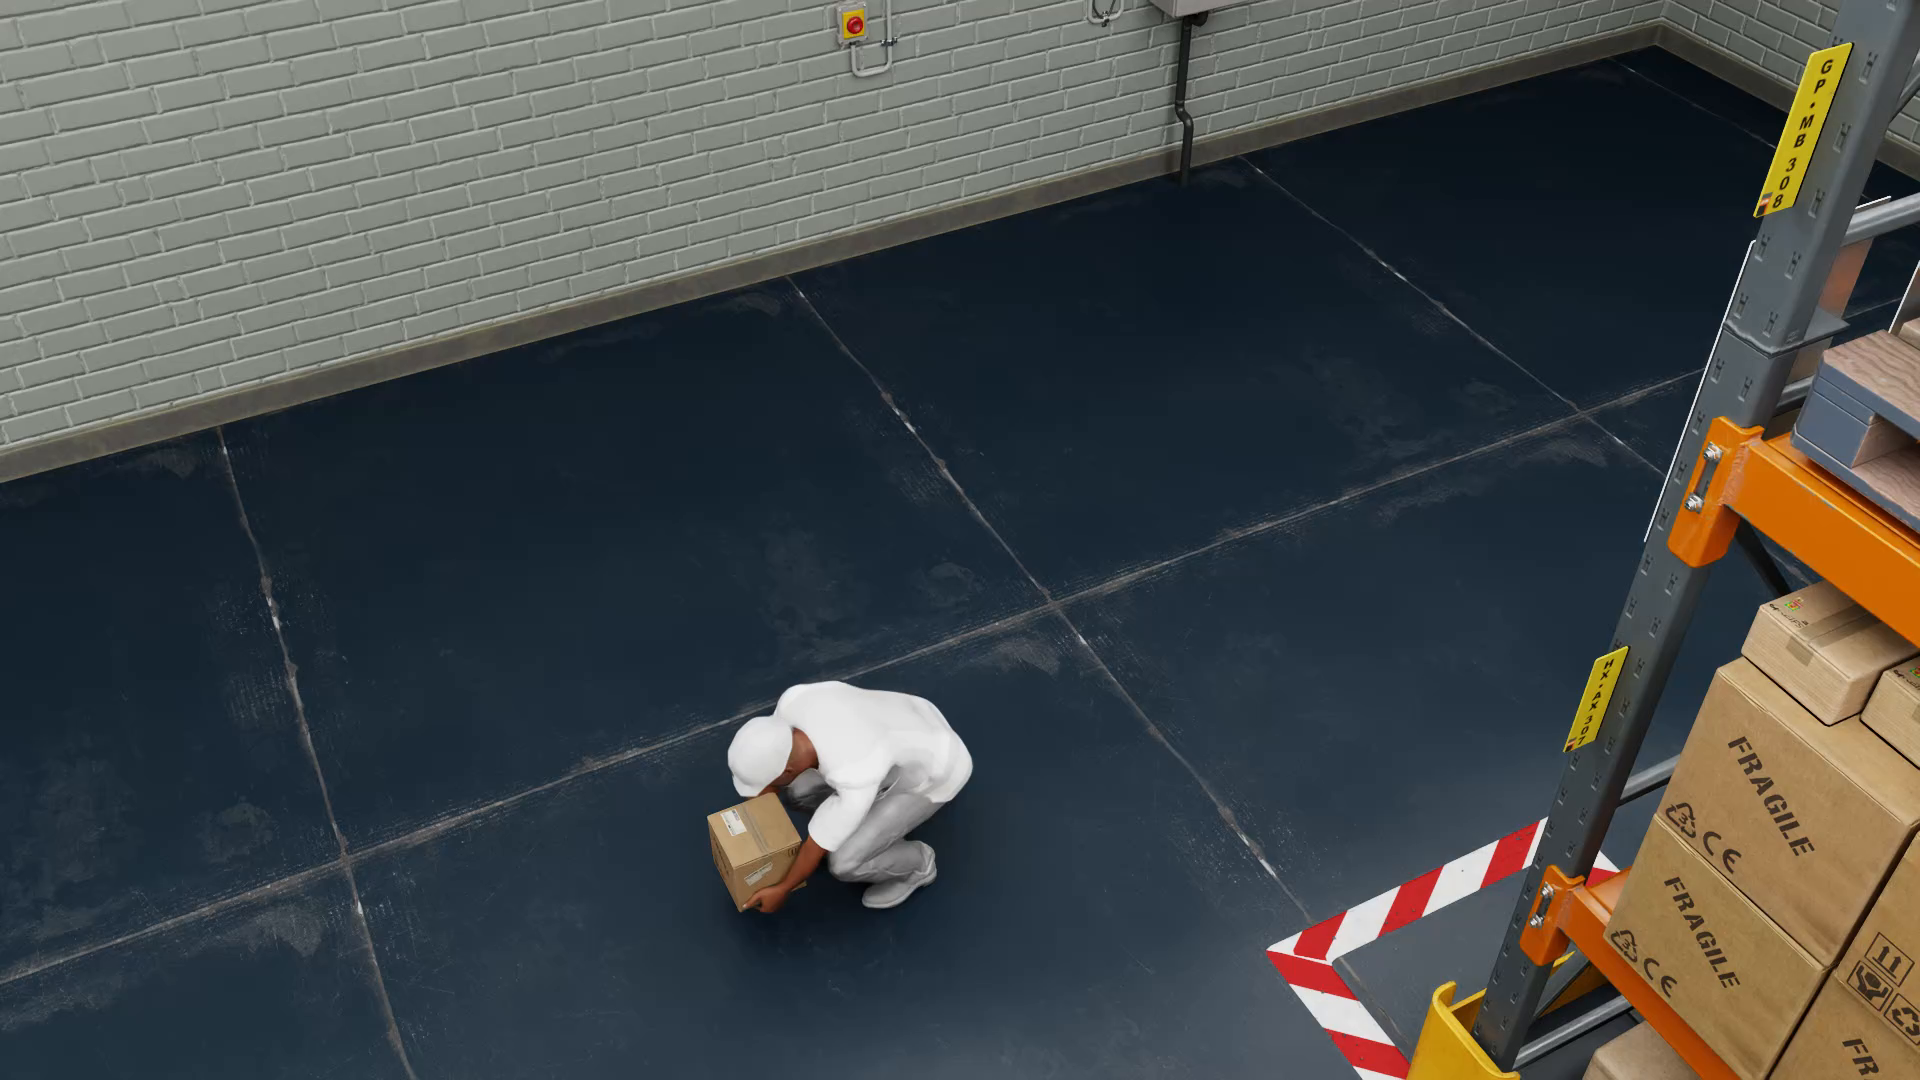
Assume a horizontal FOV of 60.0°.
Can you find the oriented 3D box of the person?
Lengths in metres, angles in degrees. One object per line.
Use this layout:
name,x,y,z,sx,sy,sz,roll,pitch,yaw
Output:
person,-0.388,0.864,5.730,0.903,1.011,0.542,-20,45,-21
